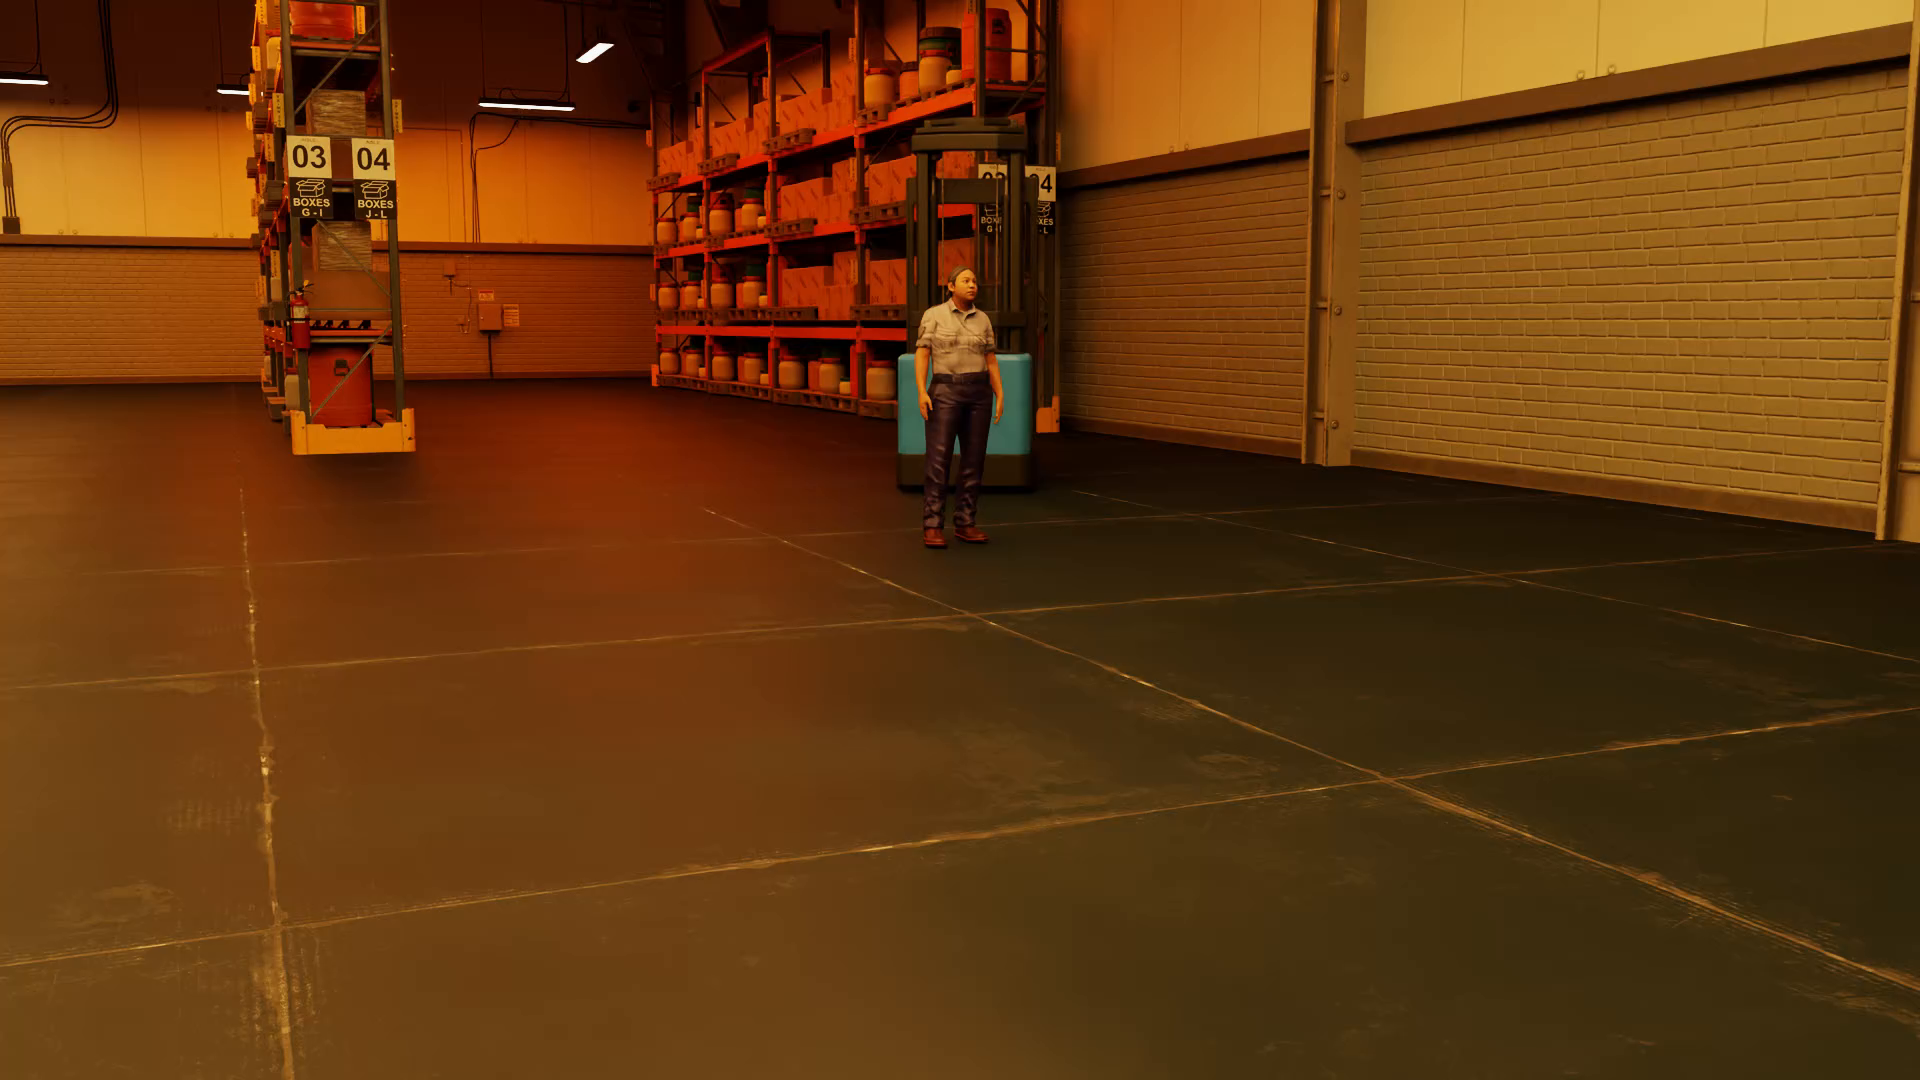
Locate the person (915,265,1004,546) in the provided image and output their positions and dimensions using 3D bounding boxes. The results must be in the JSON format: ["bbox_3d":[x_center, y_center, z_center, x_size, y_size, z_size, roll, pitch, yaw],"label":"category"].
[{"bbox_3d":[0.015,-0.813,9.955,0.598,1.651,0.503,-3,8,-23],"label":"person"}]

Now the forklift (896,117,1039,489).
[{"bbox_3d":[0.114,-1.996,14.082,1.130,2.935,3.031,0,8,3],"label":"forklift"}]
